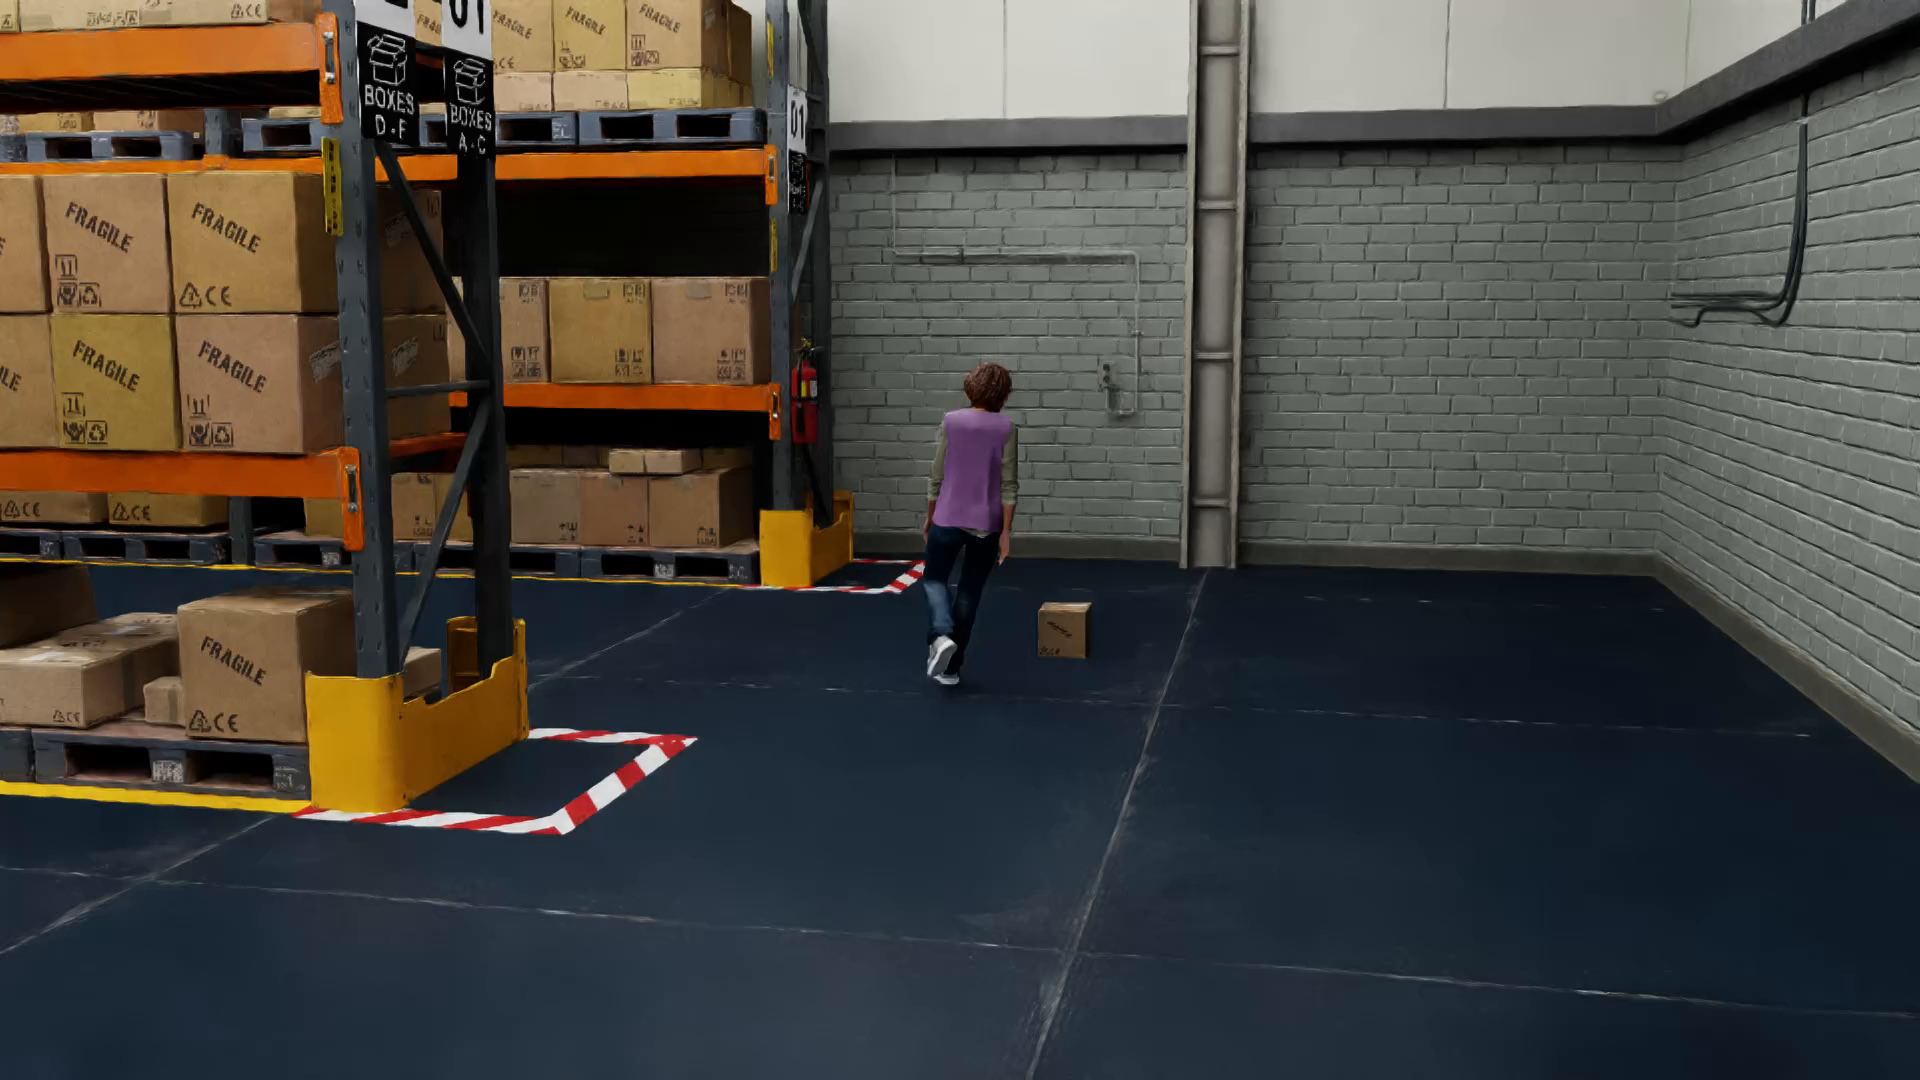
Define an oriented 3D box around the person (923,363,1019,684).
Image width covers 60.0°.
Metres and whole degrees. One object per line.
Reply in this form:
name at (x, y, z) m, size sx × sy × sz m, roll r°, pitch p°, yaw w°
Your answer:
person at (0.046, -0.058, 7.875) m, size 0.466 × 1.558 × 0.562 m, roll 0°, pitch 8°, yaw 3°
